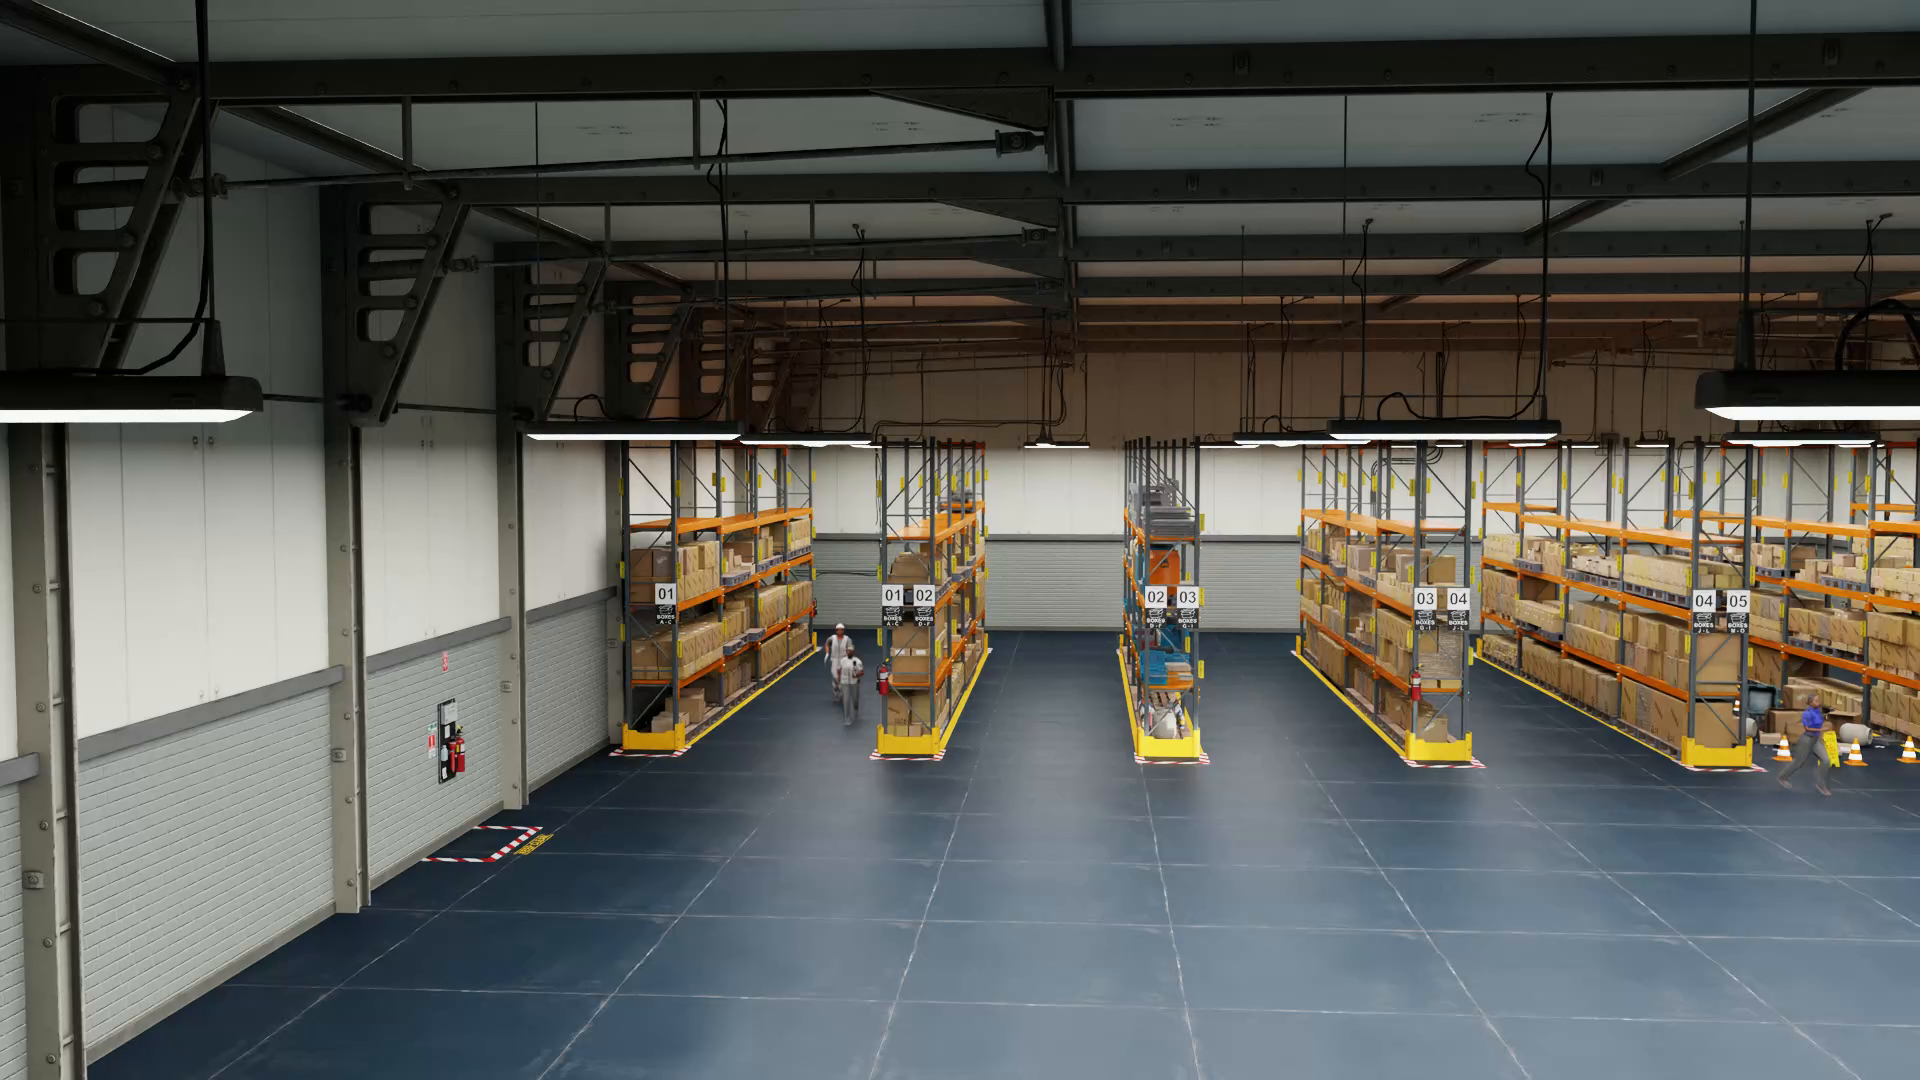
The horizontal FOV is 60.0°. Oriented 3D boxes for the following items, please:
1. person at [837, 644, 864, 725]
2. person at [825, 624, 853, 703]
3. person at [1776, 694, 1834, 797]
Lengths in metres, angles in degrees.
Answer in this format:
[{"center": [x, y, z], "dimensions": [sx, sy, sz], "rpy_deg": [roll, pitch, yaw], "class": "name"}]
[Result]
[{"center": [-2.312, 3.016, 34.939], "dimensions": [0.588, 1.666, 0.786], "rpy_deg": [0, 3, 2], "class": "person"}, {"center": [-2.747, 2.805, 37.874], "dimensions": [0.644, 1.812, 0.822], "rpy_deg": [0, 3, -9], "class": "person"}, {"center": [14.183, 3.413, 27.817], "dimensions": [0.584, 1.703, 0.890], "rpy_deg": [-2, 4, -34], "class": "person"}]
